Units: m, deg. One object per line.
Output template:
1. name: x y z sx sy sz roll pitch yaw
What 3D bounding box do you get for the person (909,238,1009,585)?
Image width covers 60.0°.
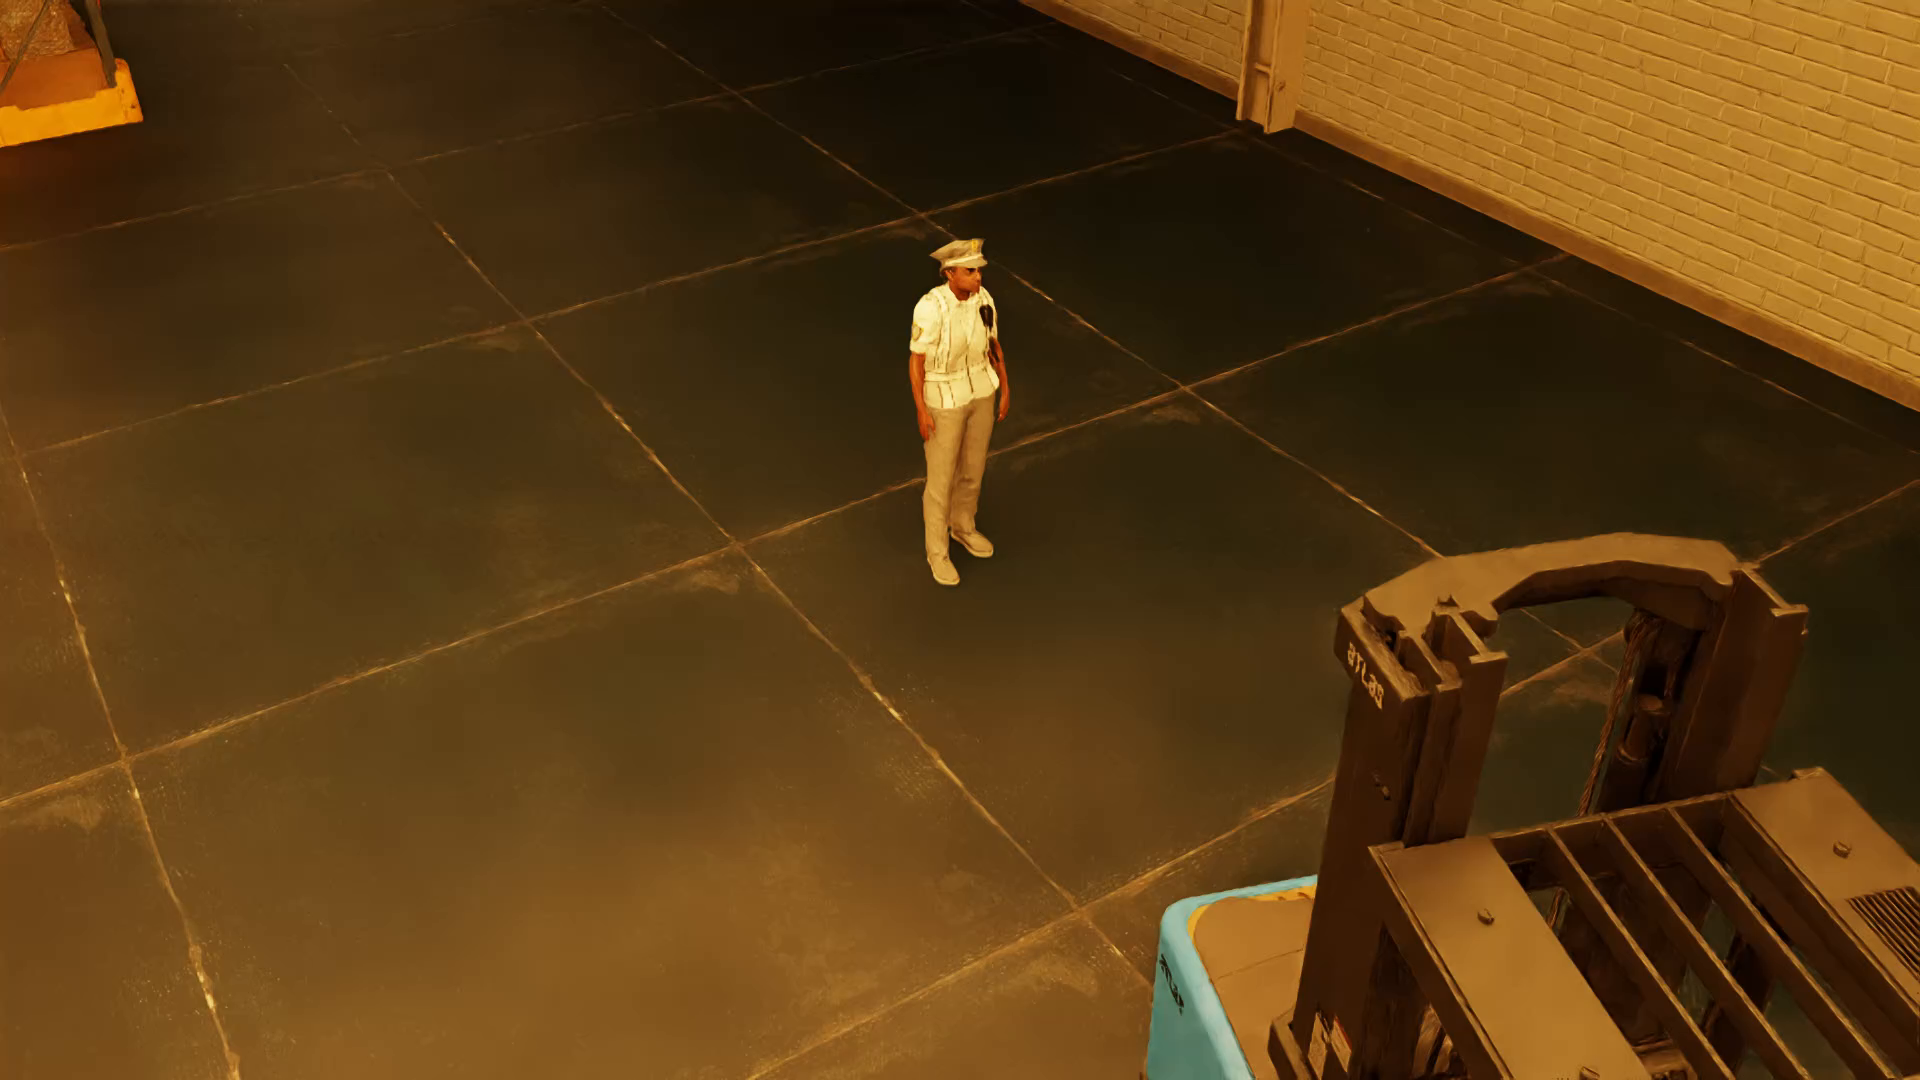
1. person: 0.025 -0.658 8.145 0.570 1.695 0.529 -21 40 -27

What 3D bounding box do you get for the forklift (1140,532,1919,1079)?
1. forklift: 1.444 1.577 3.903 1.130 2.935 3.031 -8 36 -11
